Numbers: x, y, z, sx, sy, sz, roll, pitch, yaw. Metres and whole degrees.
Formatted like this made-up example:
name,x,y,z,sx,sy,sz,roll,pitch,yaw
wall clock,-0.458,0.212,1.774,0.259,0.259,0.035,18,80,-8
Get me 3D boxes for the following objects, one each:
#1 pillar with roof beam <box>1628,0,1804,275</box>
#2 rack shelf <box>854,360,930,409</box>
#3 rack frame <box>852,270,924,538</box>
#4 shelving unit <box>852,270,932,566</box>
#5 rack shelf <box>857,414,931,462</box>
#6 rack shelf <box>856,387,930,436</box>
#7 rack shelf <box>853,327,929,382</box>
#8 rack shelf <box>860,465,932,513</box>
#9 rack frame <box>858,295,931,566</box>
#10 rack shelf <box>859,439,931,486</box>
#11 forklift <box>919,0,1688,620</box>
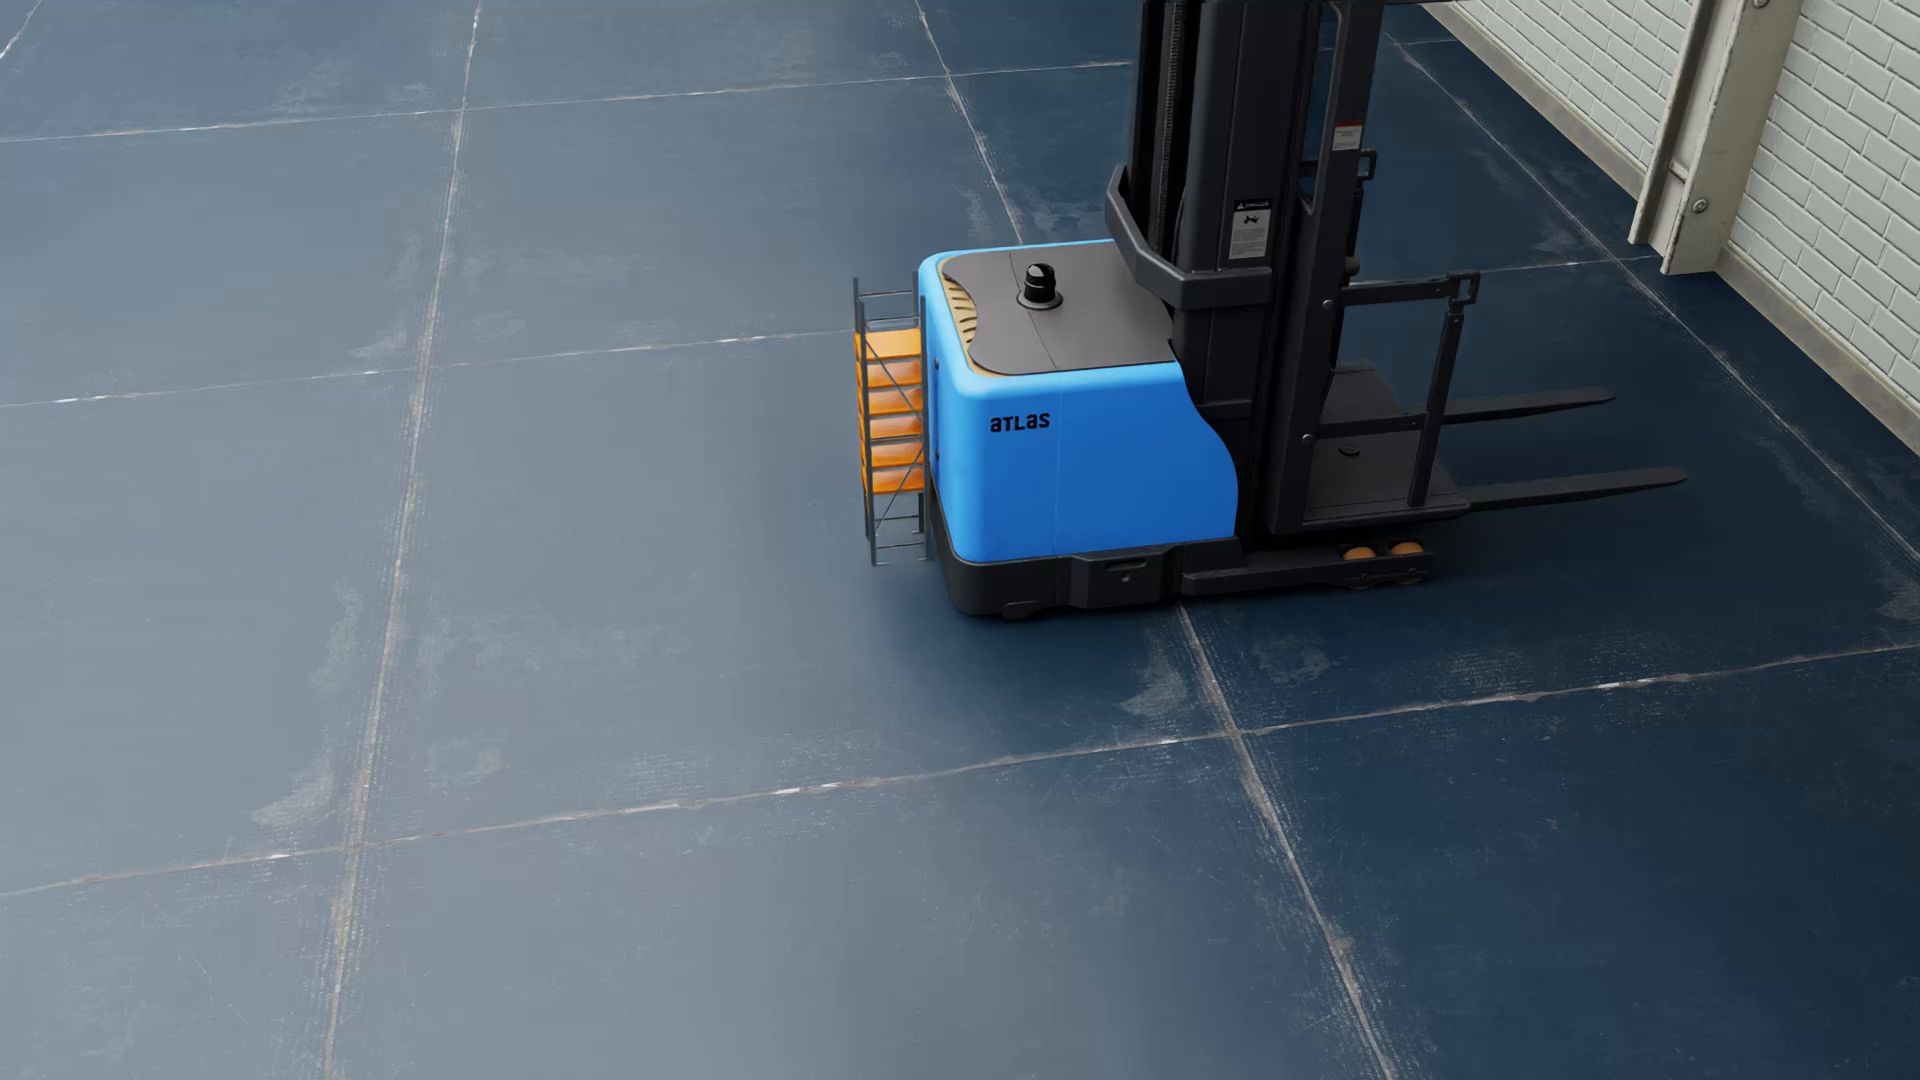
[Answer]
name,x,y,z,sx,sy,sz,roll,pitch,yaw
pillar with roof beam,-0.522,-4.578,5.308,9.100,9.000,0.400,-6,38,-8
rack shelf,-0.254,-0.593,6.215,0.258,0.103,0.180,-6,38,-7
rack frame,-0.268,-0.494,6.406,0.240,1.200,0.006,-6,38,-7
shelving unit,-0.253,-0.439,6.335,0.258,1.200,0.189,-6,38,-7
rack shelf,-0.253,-0.404,6.362,0.258,0.103,0.180,-6,38,-7
rack shelf,-0.254,-0.498,6.289,0.258,0.103,0.180,-6,38,-7
rack shelf,-0.255,-0.688,6.141,0.258,0.103,0.180,-6,38,-7
rack shelf,-0.251,-0.214,6.510,0.258,0.103,0.180,-6,38,-7
rack frame,-0.238,-0.383,6.264,0.240,1.200,0.006,-6,38,-7
rack shelf,-0.252,-0.309,6.436,0.258,0.103,0.180,-6,38,-7
forklift,1.392,-1.279,6.007,3.031,2.935,1.130,-6,38,-8
